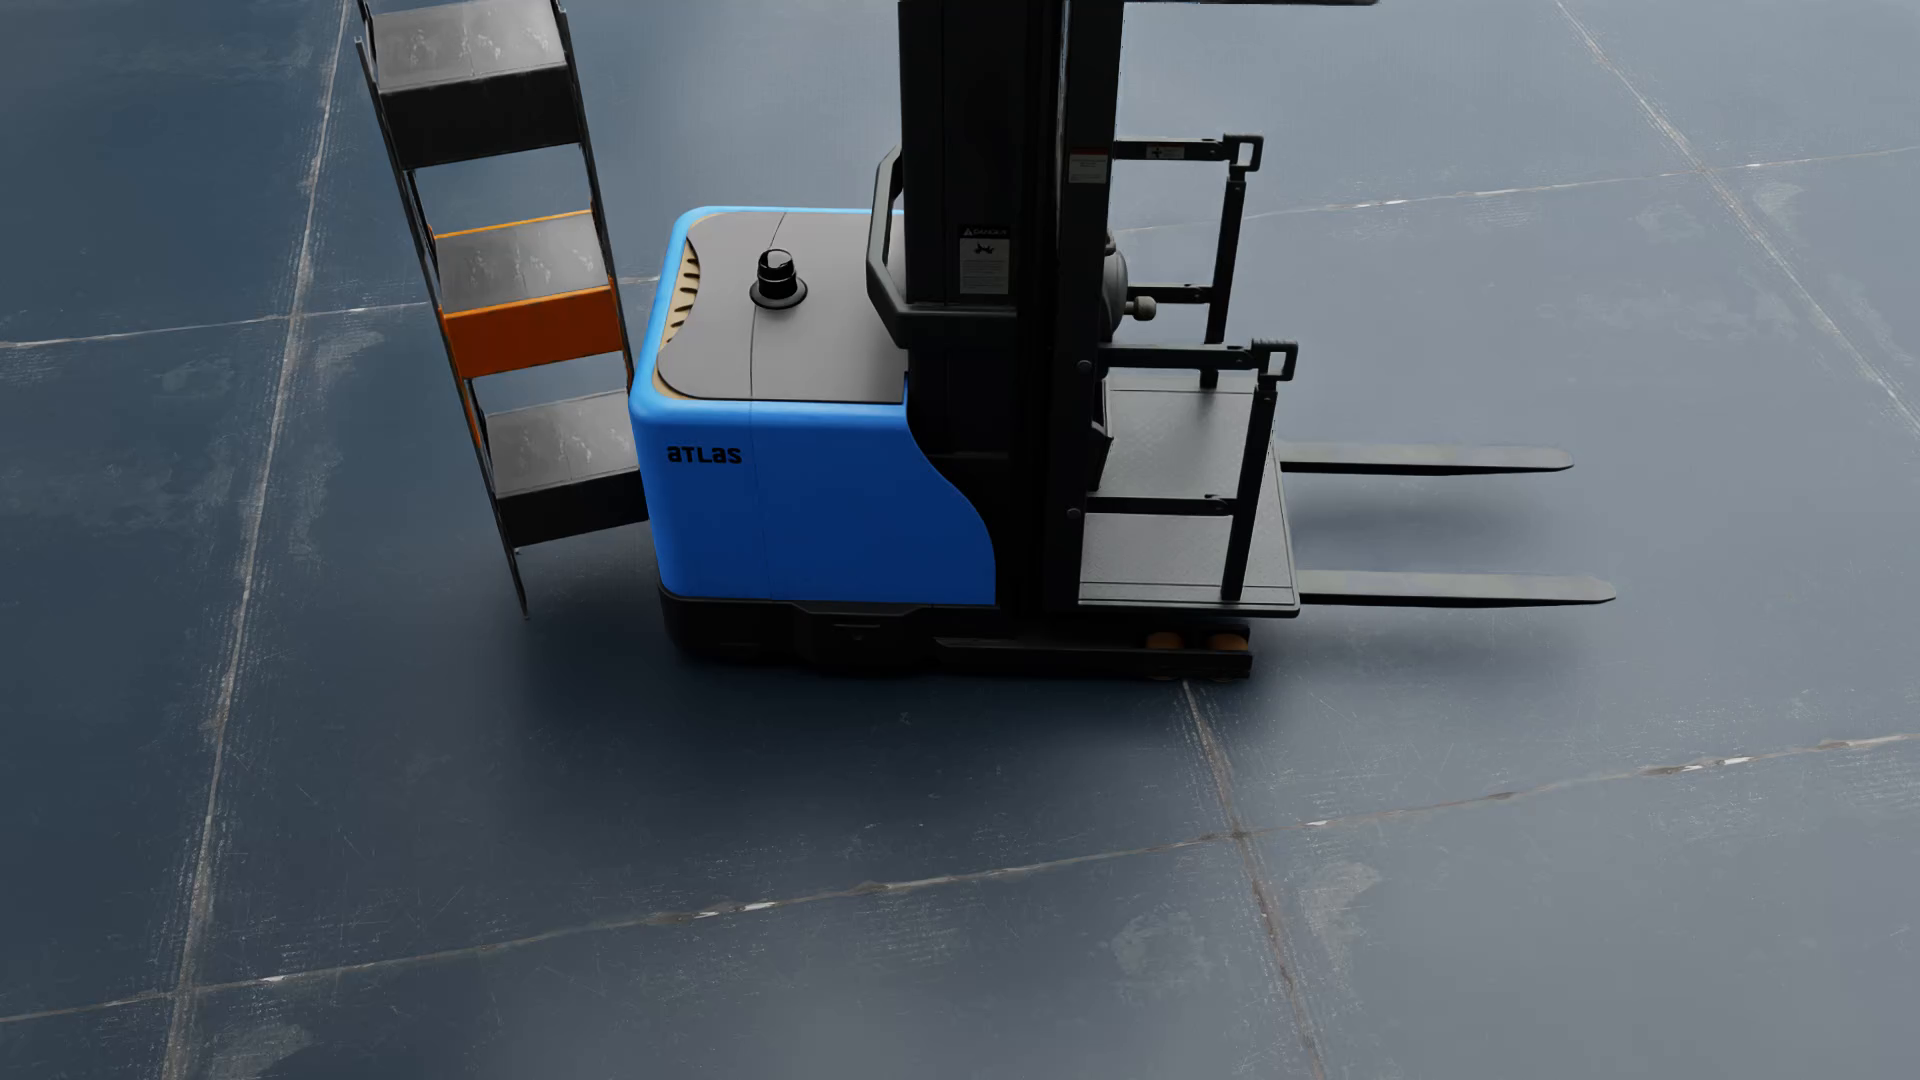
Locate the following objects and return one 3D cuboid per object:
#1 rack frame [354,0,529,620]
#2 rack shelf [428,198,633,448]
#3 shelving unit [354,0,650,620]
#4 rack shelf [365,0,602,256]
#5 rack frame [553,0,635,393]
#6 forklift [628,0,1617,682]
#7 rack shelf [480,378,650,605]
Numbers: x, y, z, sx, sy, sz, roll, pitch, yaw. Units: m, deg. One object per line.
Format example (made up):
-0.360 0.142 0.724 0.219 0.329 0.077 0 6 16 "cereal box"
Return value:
-1.493 -0.602 4.872 0.015 2.100 0.400 -12 47 -11 "rack frame"
-1.259 -0.643 4.929 0.480 0.518 0.431 -12 47 -11 "rack shelf"
-1.259 -0.653 4.919 0.503 2.100 0.431 -12 47 -11 "shelving unit"
-1.262 -1.128 4.424 0.480 0.518 0.431 -12 47 -11 "rack shelf"
-1.025 -0.704 4.966 0.015 2.100 0.400 -12 47 -11 "rack frame"
0.579 -0.956 4.636 3.031 2.935 1.130 1 46 1 "forklift"
-1.255 -0.158 5.434 0.480 0.518 0.431 -12 47 -11 "rack shelf"
